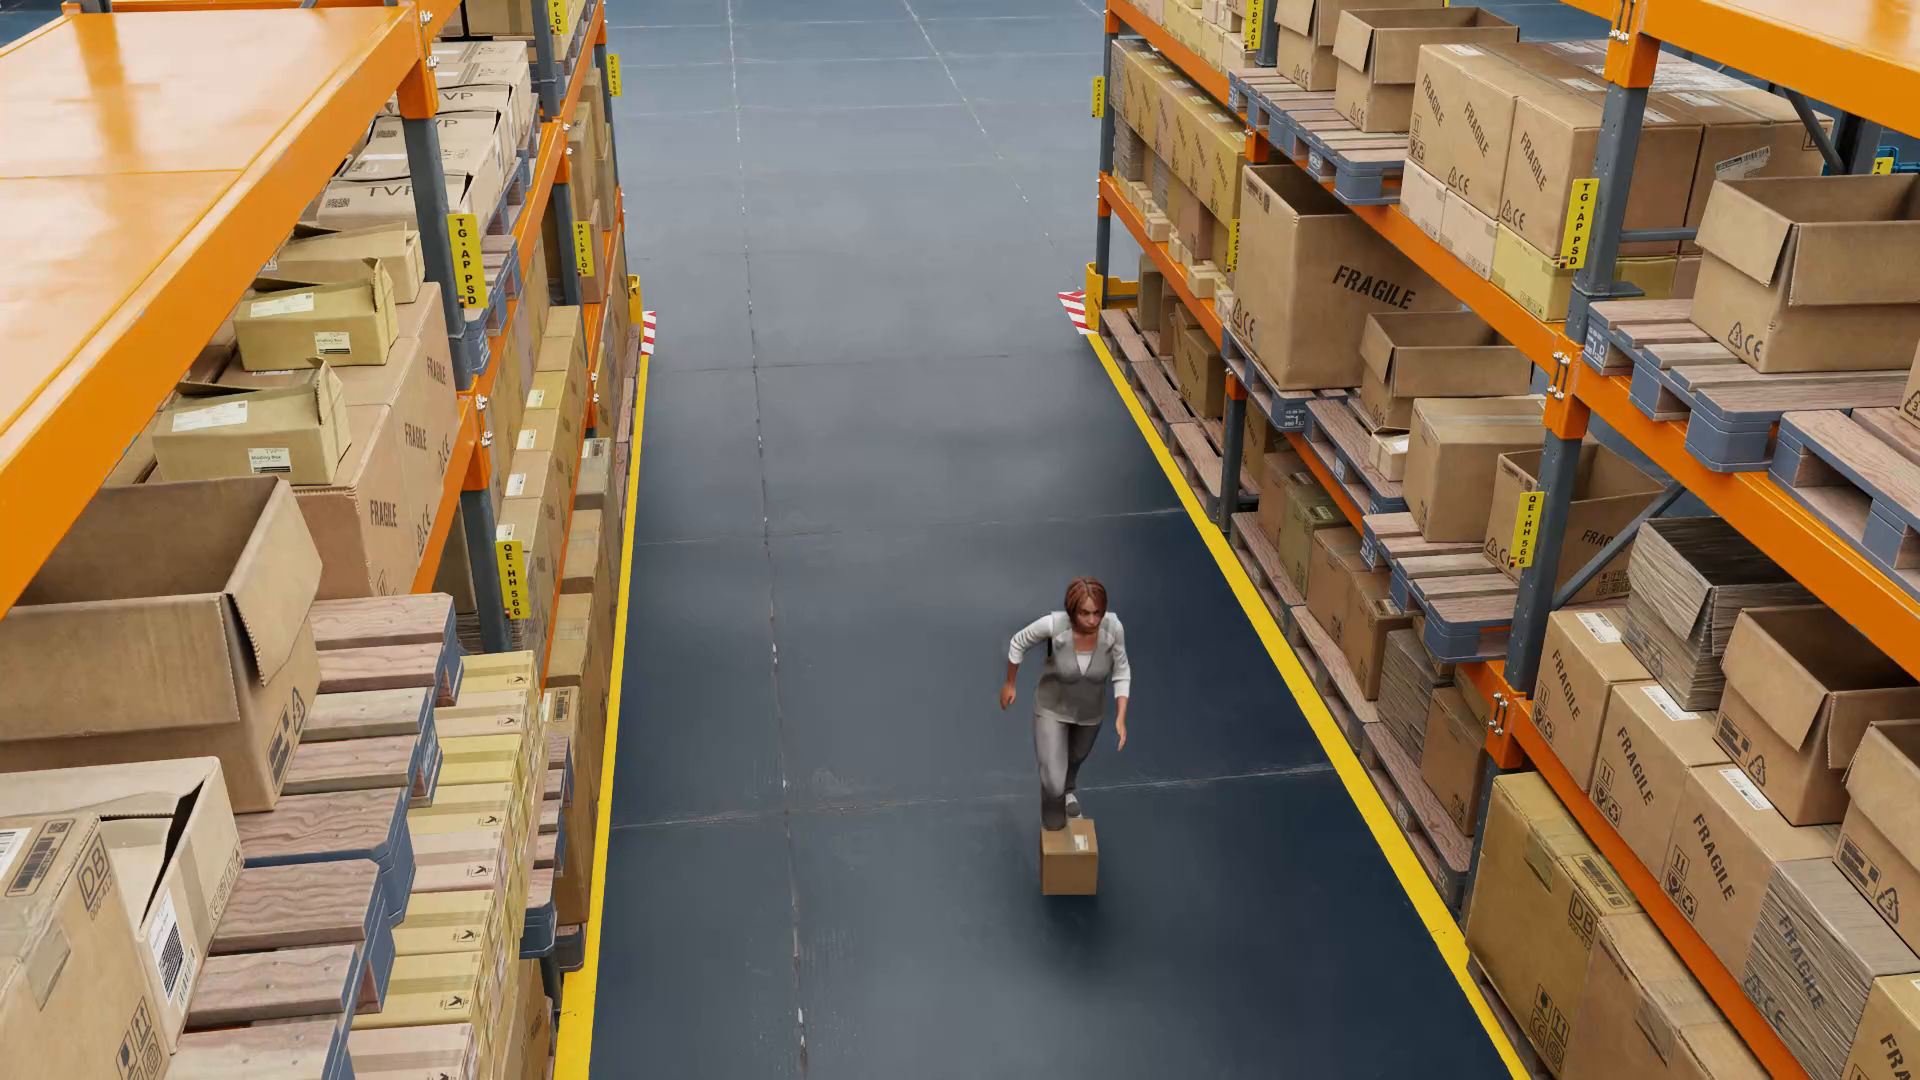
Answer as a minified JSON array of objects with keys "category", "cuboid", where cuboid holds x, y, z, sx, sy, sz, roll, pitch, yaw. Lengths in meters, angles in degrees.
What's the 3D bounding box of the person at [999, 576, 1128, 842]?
[{"category":"person","cuboid":[0.469,0.740,7.627,0.522,1.446,0.782,-7,28,-12]}]
